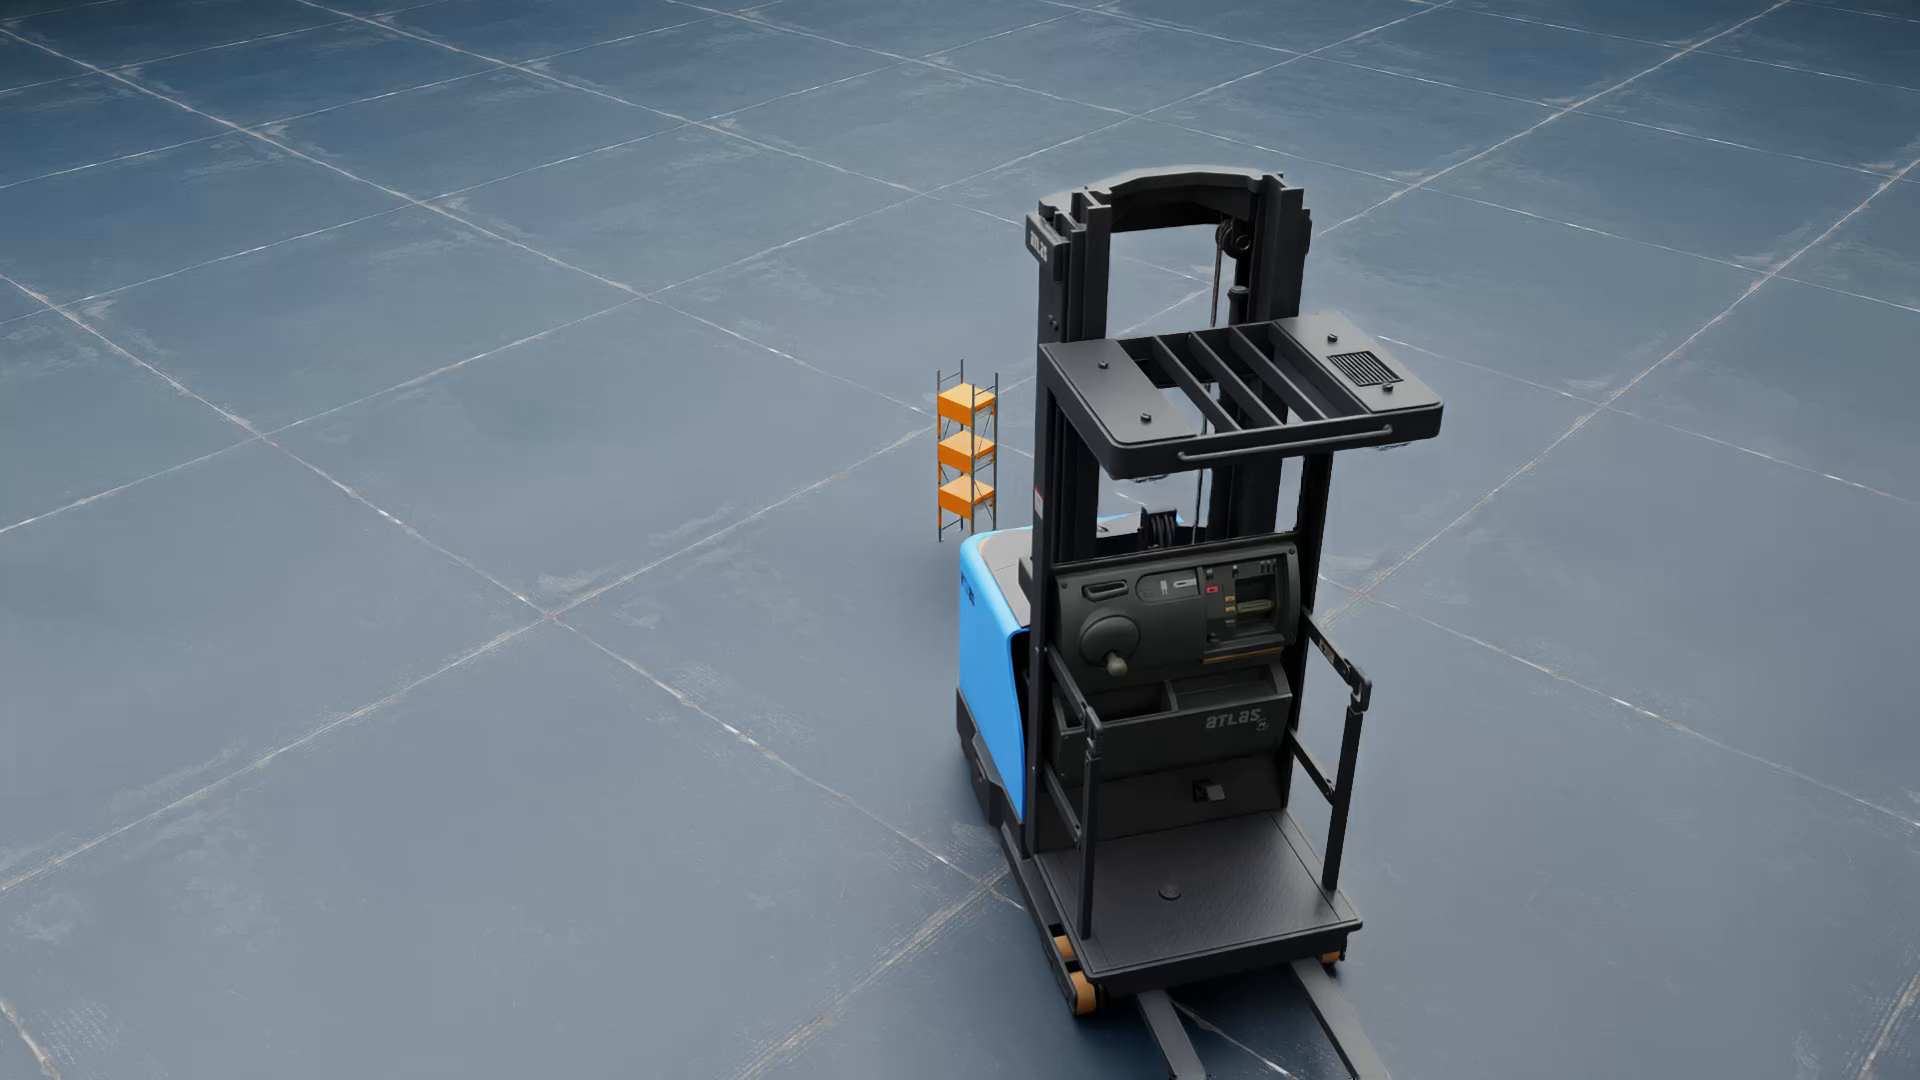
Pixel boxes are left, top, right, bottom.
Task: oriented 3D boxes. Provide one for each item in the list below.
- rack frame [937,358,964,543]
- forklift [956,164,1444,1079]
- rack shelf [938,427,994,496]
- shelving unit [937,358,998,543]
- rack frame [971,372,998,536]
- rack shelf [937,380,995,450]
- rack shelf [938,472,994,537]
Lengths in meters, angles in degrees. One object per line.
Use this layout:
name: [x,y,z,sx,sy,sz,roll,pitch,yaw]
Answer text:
rack frame: [-0.051,-0.473,9.019,0.008,1.050,0.200,25,39,35]
forklift: [0.862,0.310,5.893,1.130,2.935,3.031,-8,32,-13]
rack shelf: [0.040,-0.422,8.954,0.240,0.259,0.215,25,39,35]
shelving unit: [0.040,-0.431,8.948,0.252,1.050,0.215,25,39,35]
rack frame: [0.130,-0.389,8.878,0.008,1.050,0.200,25,39,35]
rack shelf: [0.040,-0.665,8.808,0.240,0.259,0.215,25,39,35]
rack shelf: [0.040,-0.184,9.097,0.240,0.259,0.215,25,39,35]
